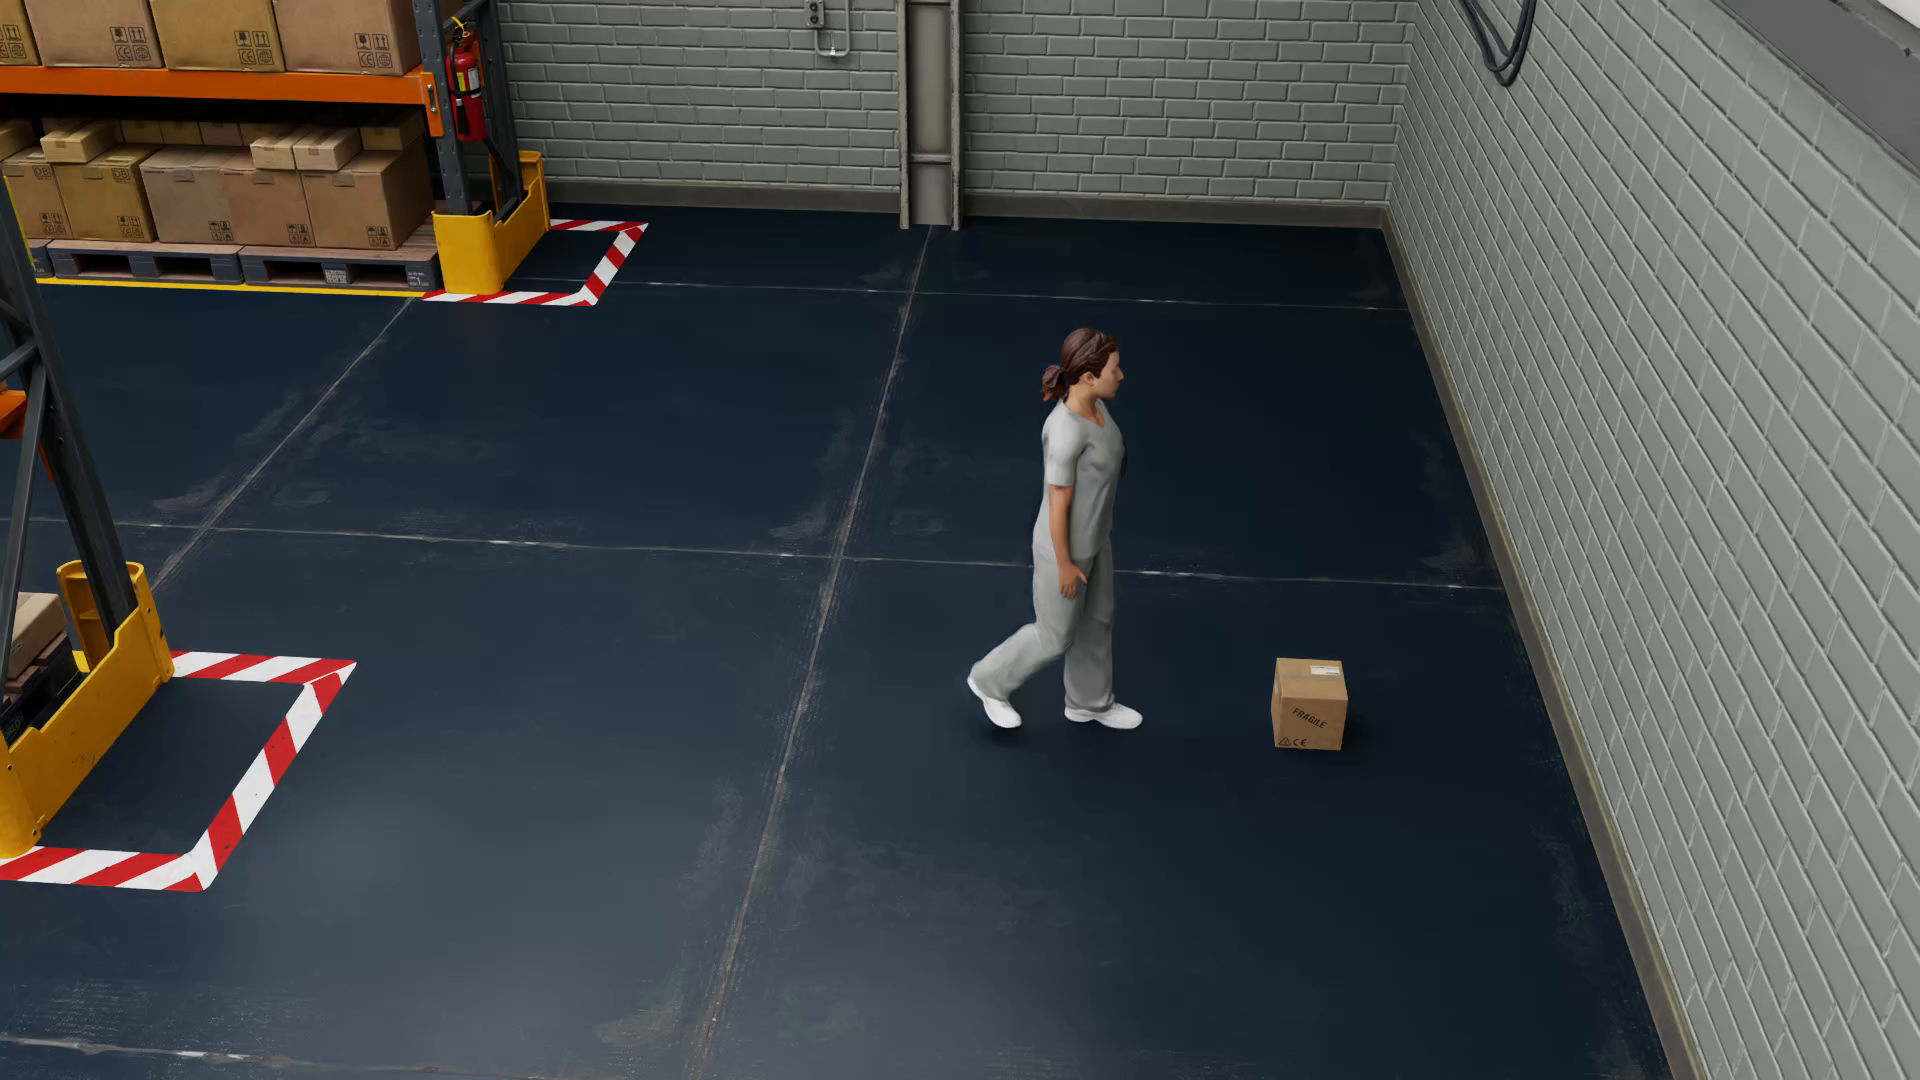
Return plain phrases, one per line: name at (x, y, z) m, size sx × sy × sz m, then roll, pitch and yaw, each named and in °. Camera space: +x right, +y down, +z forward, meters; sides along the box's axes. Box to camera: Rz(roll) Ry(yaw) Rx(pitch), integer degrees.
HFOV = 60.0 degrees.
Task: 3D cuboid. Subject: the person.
person at (0.372, -0.004, 6.143) m, size 0.681 × 1.678 × 0.460 m, roll 12°, pitch 34°, yaw 18°
